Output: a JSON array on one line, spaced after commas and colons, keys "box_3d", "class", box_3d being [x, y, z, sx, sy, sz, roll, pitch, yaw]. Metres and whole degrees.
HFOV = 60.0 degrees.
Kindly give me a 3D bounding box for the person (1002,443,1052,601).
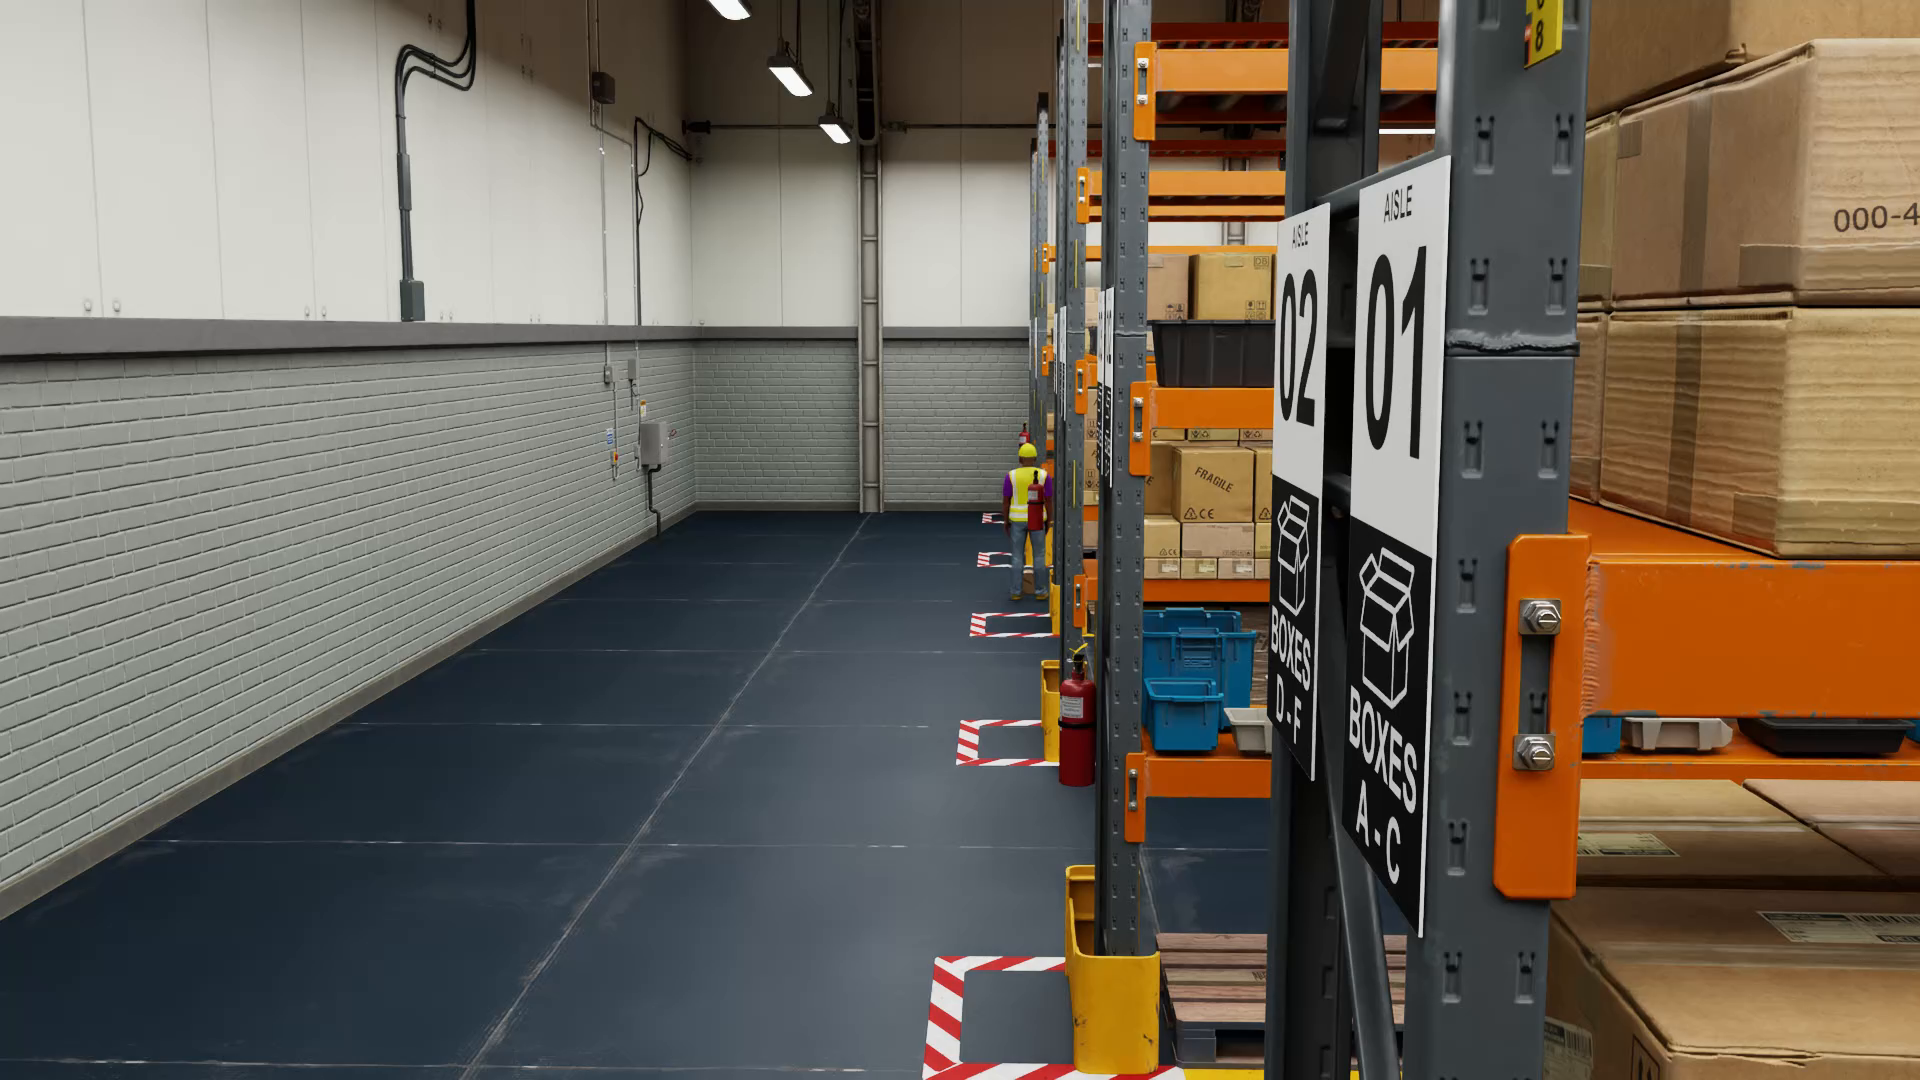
[{"box_3d": [0.758, -0.209, 18.772, 0.562, 1.767, 0.359, 0, 7, 2], "class": "person"}]
